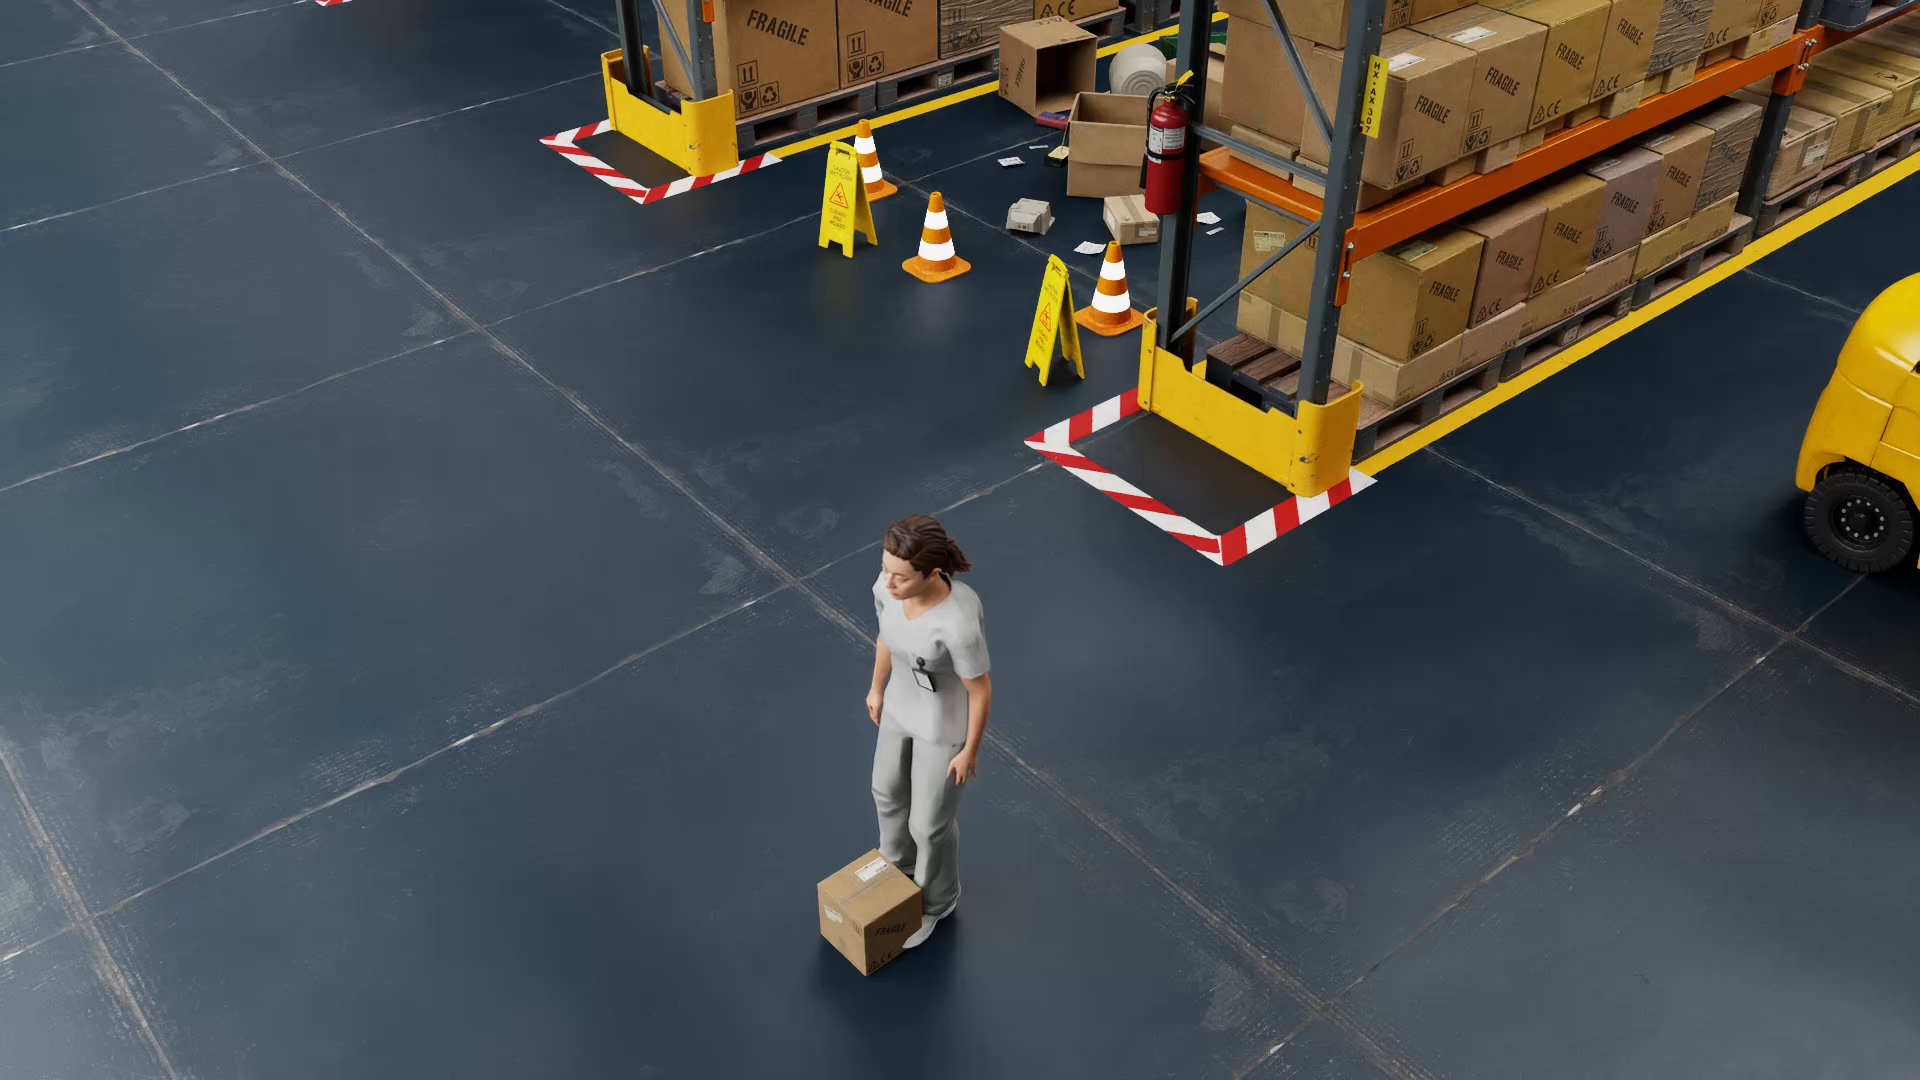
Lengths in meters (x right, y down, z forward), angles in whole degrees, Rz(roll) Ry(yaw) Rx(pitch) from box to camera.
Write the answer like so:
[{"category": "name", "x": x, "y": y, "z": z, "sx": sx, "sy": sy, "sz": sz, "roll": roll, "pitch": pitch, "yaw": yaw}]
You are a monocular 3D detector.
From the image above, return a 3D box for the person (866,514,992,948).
[{"category": "person", "x": -0.138, "y": 0.596, "z": 5.331, "sx": 0.416, "sy": 1.671, "sz": 0.504, "roll": -29, "pitch": 45, "yaw": -34}]
